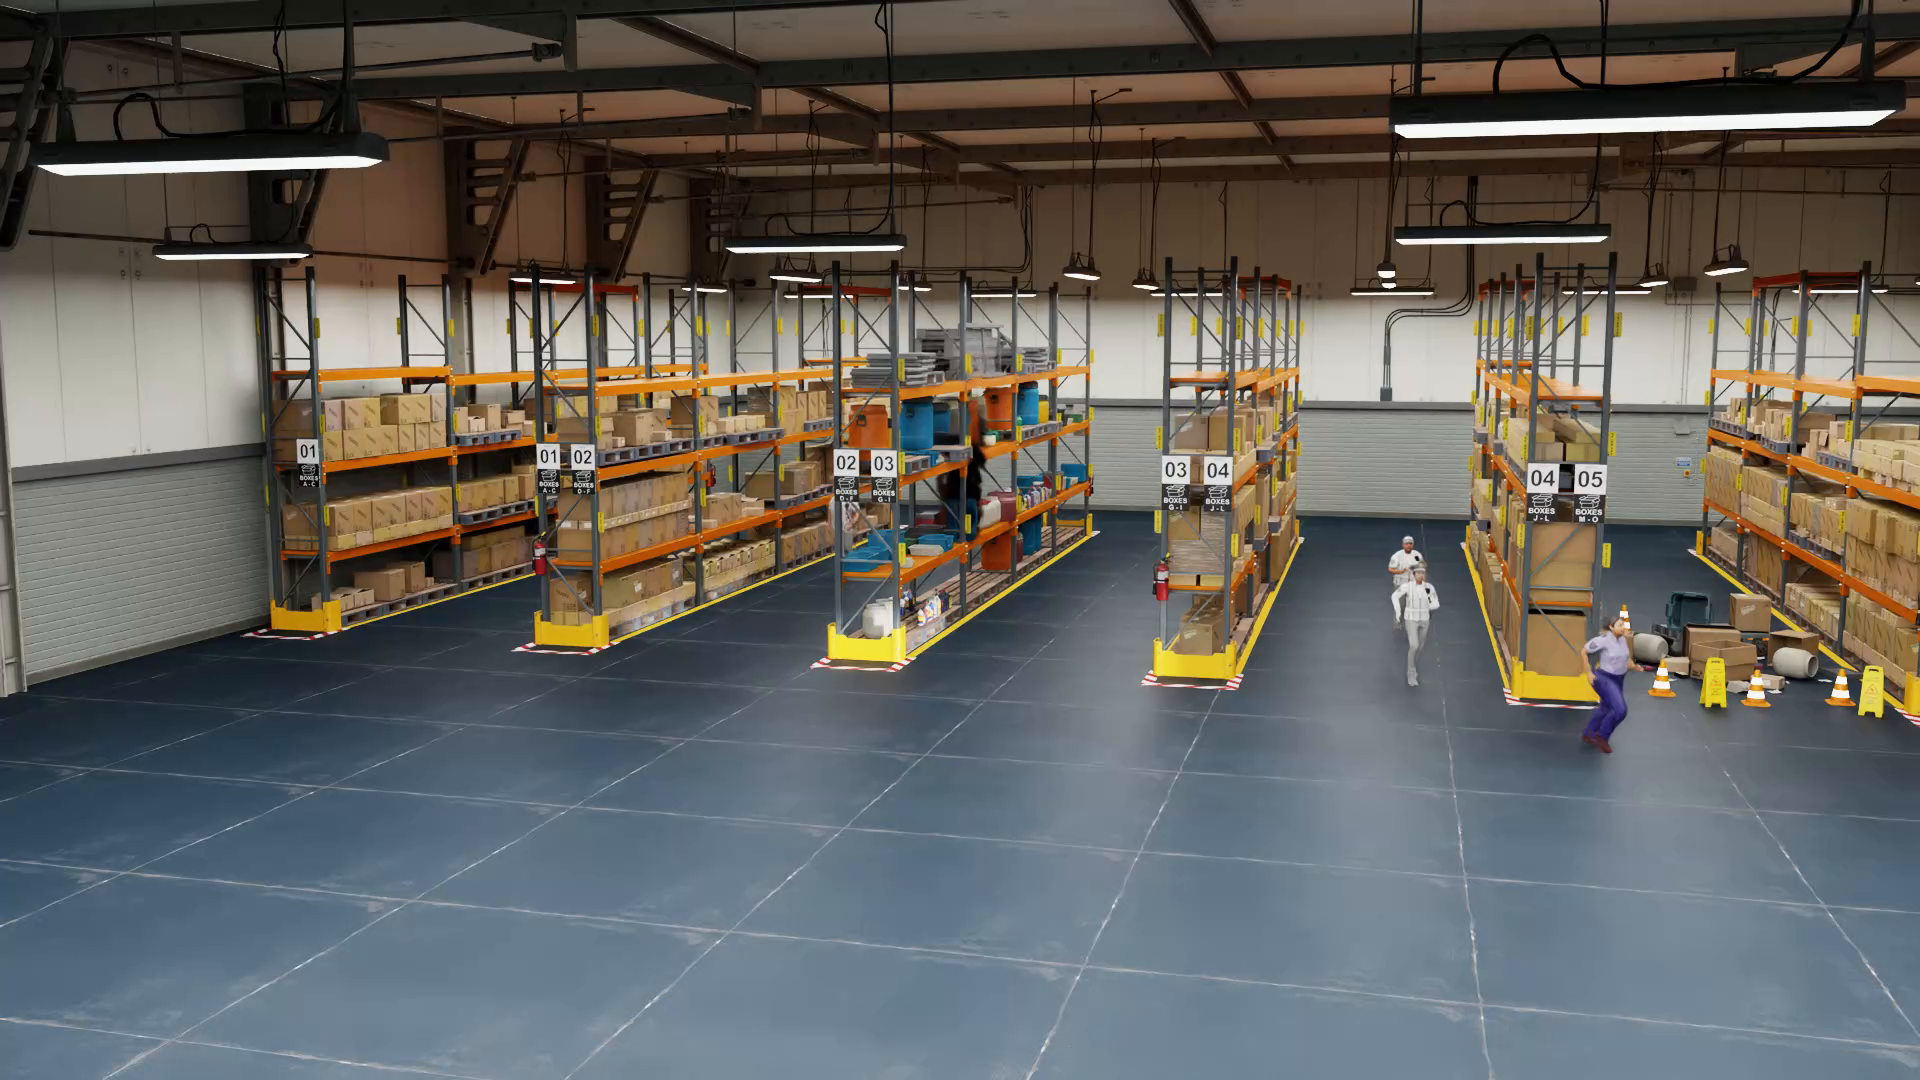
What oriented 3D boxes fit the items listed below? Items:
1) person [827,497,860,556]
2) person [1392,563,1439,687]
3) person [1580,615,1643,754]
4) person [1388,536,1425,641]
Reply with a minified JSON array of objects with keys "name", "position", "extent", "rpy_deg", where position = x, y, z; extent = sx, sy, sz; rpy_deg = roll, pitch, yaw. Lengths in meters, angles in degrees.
[{"name":"person","position":[-2.258,-0.214,32.107],"extent":[0.688,1.773,0.784],"rpy_deg":[2,7,12]},{"name":"person","position":[6.472,1.183,23.574],"extent":[0.581,1.735,0.742],"rpy_deg":[-1,7,-5]},{"name":"person","position":[7.707,1.709,19.691],"extent":[0.573,1.655,0.765],"rpy_deg":[-5,9,-36]},{"name":"person","position":[7.234,0.754,26.919],"extent":[0.607,1.651,0.941],"rpy_deg":[1,7,9]}]
